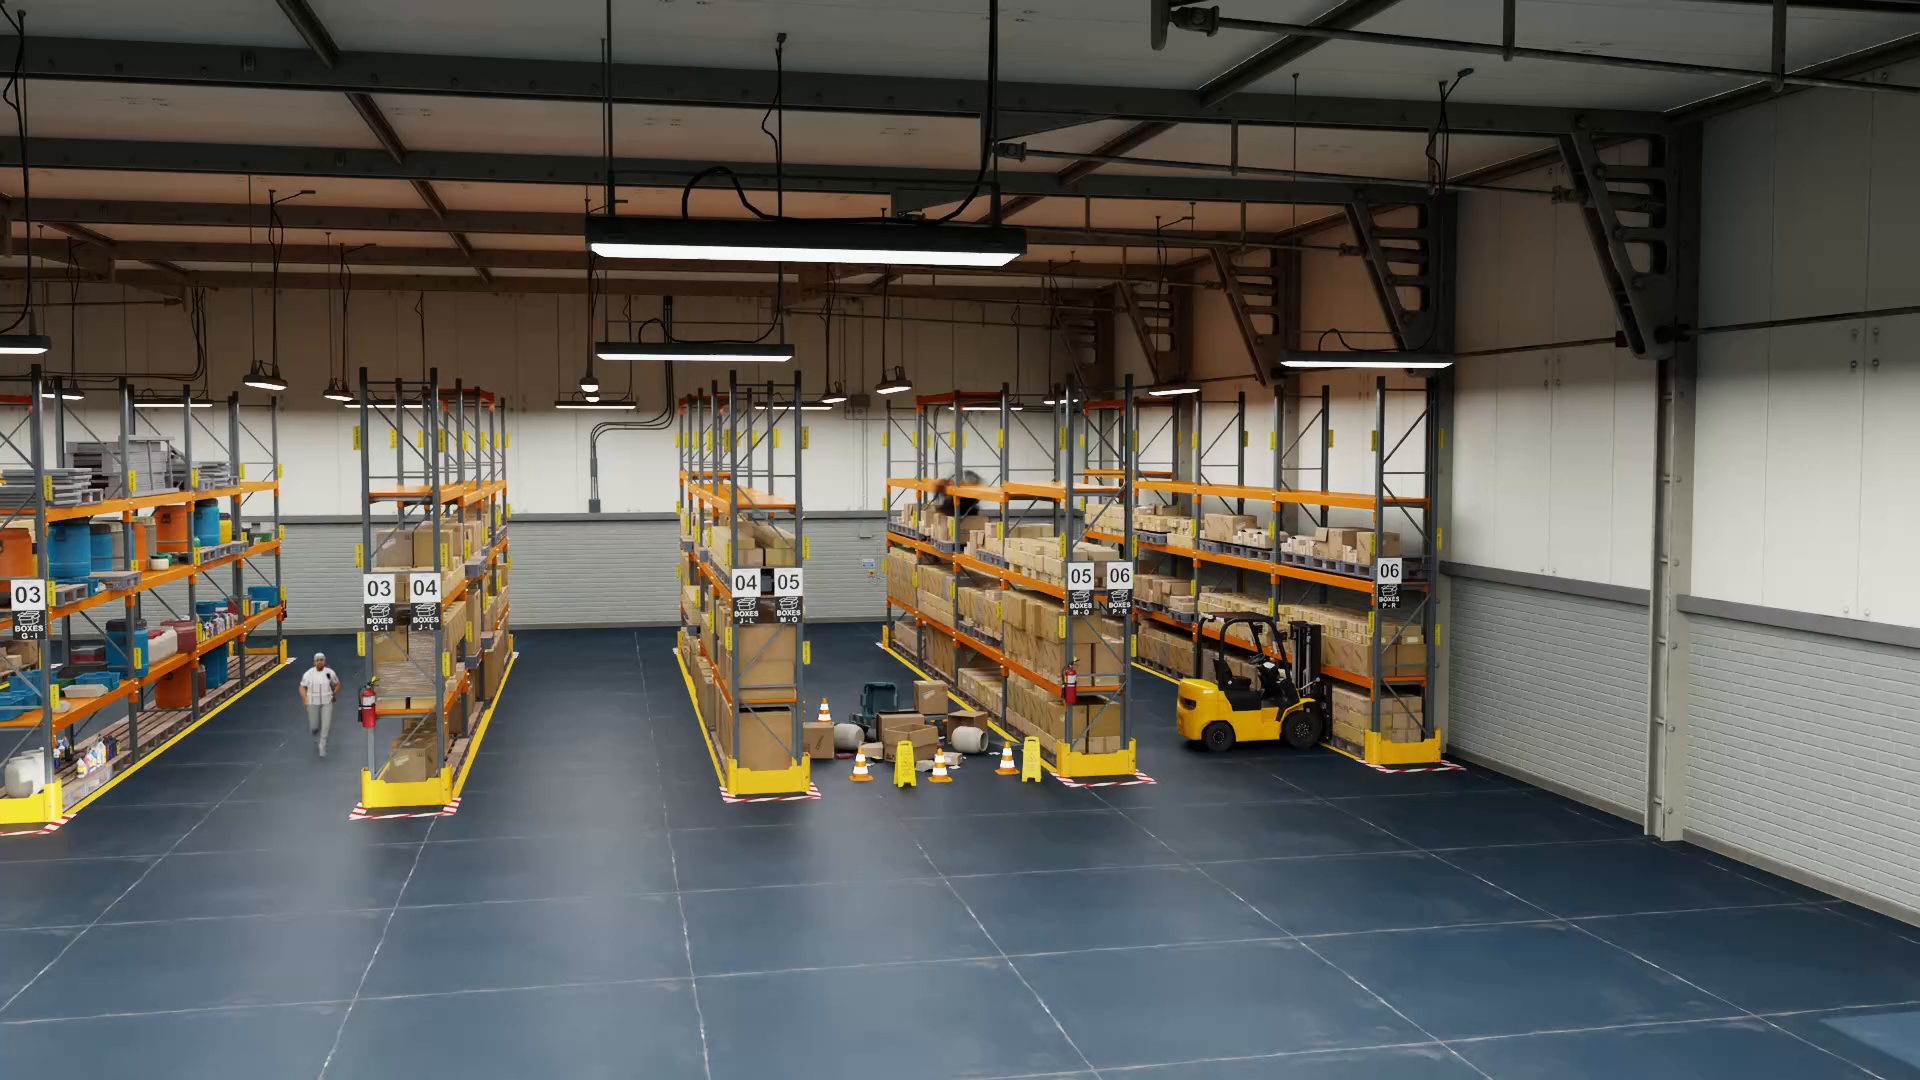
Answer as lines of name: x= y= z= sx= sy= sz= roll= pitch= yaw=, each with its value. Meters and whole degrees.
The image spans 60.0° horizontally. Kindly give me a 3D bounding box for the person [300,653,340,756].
person: x=-10.240 y=2.617 z=26.630 sx=0.614 sy=1.630 sz=0.574 roll=-1 pitch=4 yaw=-24
